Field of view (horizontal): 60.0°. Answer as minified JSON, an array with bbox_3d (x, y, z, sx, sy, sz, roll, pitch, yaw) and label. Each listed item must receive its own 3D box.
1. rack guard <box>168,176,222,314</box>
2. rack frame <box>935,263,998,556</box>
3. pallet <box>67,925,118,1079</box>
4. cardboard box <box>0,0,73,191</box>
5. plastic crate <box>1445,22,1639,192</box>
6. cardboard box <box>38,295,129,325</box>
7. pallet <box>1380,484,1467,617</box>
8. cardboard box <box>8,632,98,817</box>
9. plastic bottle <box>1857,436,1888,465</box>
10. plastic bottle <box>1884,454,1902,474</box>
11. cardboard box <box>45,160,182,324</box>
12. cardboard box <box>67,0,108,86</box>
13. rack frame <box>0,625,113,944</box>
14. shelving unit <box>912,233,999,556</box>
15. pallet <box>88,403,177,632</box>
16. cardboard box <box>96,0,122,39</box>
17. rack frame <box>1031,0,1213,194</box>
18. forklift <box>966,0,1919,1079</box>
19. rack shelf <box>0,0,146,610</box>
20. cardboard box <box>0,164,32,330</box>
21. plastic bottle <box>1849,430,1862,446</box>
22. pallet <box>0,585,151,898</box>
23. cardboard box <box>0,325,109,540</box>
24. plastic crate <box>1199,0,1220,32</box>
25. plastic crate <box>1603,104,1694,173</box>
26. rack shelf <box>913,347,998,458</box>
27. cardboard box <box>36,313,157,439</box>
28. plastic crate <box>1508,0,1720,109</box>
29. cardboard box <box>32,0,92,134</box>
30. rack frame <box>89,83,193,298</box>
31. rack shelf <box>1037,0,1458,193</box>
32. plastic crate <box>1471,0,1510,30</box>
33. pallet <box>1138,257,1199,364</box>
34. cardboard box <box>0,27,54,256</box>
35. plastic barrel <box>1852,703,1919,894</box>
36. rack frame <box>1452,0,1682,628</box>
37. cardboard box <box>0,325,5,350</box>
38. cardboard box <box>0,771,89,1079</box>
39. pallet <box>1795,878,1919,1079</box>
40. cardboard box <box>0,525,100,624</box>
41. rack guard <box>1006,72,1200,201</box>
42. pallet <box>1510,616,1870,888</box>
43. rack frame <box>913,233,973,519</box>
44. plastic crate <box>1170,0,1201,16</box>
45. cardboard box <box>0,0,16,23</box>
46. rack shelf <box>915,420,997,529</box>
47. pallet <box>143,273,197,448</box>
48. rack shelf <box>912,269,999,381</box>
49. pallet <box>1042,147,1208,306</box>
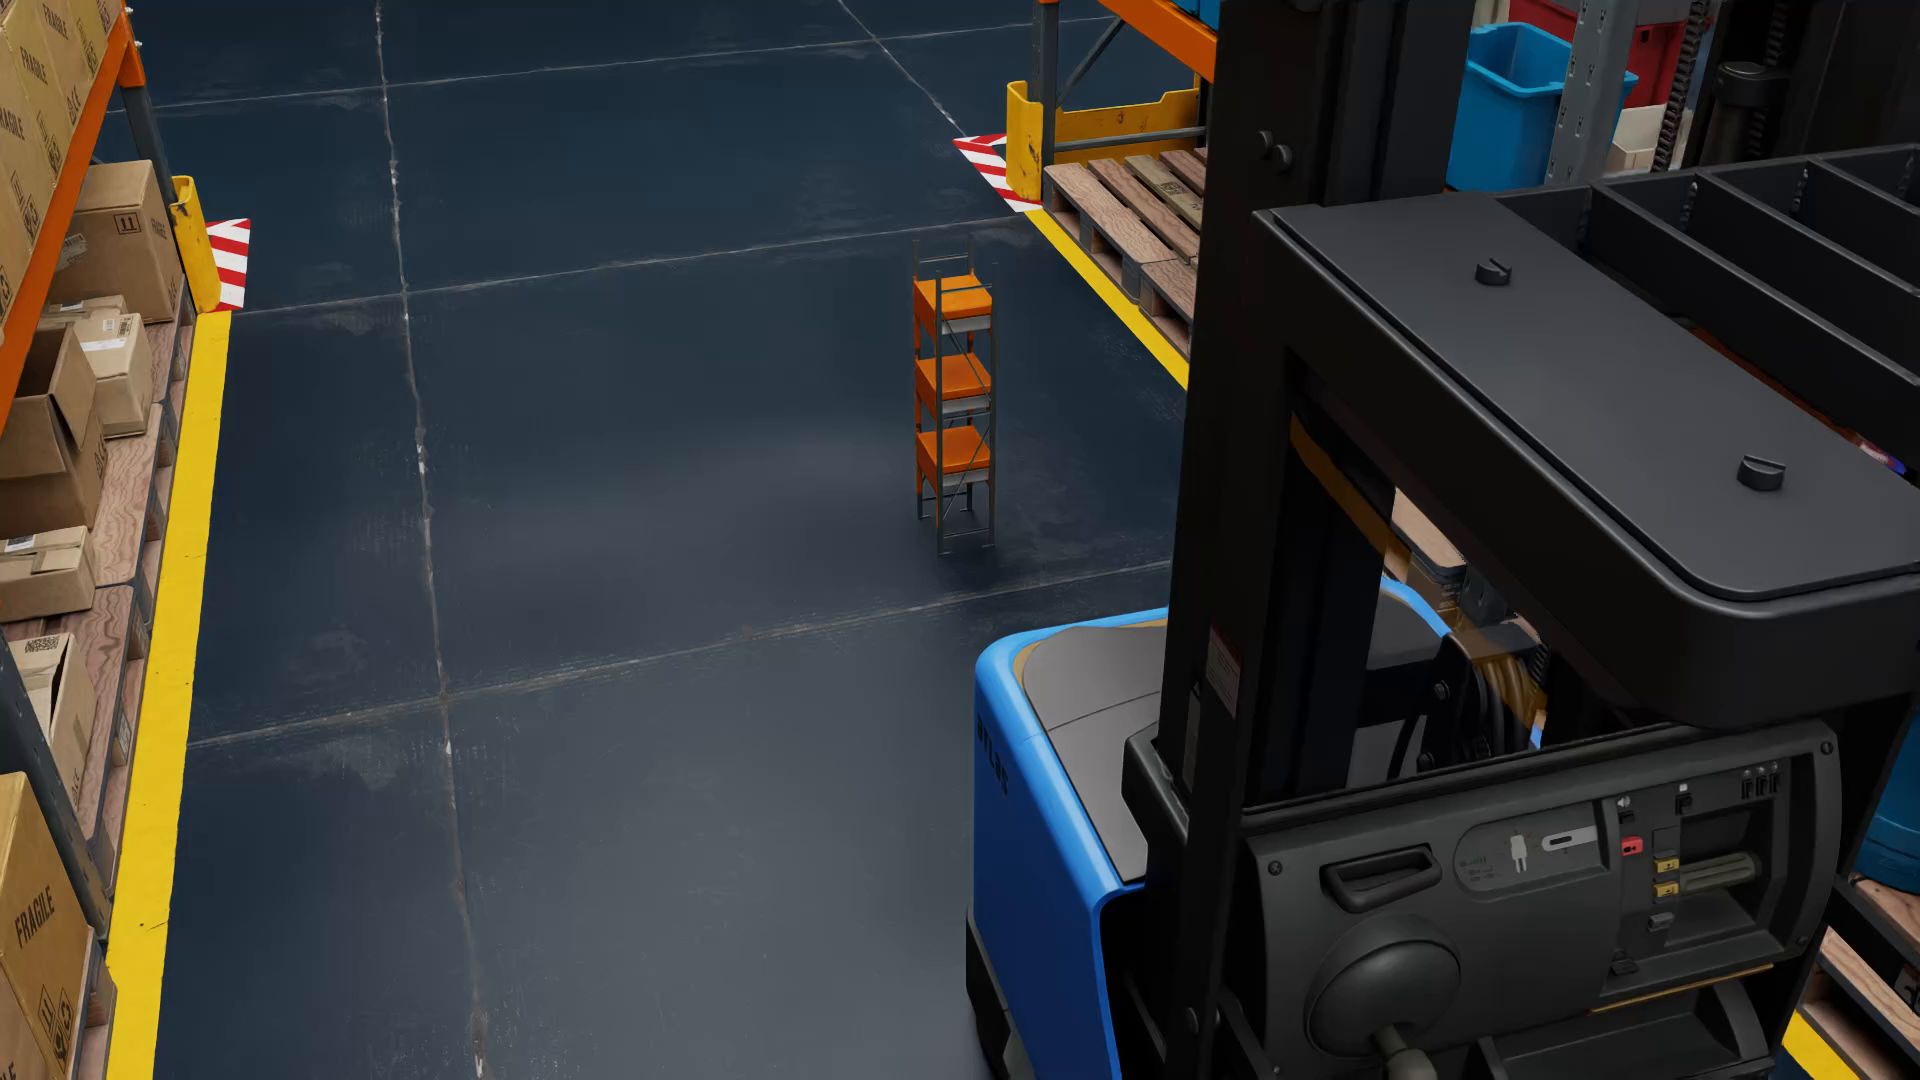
[{"bbox_3d":[-3.849,-1.200,7.112,1.175,0.500,0.348,-10,35,-15],"label":"rack guard"},{"bbox_3d":[0.021,-0.402,5.406,0.200,1.050,0.008,-10,35,-15],"label":"rack frame"},{"bbox_3d":[-2.368,1.402,3.437,1.003,0.211,1.213,-10,35,-15],"label":"pallet"},{"bbox_3d":[-3.014,-1.335,4.959,0.500,0.500,0.500,-10,35,-15],"label":"cardboard box"},{"bbox_3d":[1.599,-1.219,4.835,0.392,0.384,0.575,-10,35,-15],"label":"plastic crate"},{"bbox_3d":[-3.434,-0.812,6.429,0.380,0.166,0.250,-10,35,-15],"label":"cardboard box"},{"bbox_3d":[1.805,-0.229,5.906,1.003,0.211,1.213,-10,35,-15],"label":"pallet"},{"bbox_3d":[-2.574,0.499,4.313,0.500,0.311,0.500,-10,35,-15],"label":"cardboard box"},{"bbox_3d":[2.025,-0.263,3.608,0.097,0.201,0.097,0,33,0],"label":"plastic bottle"},{"bbox_3d":[2.043,-0.234,3.489,0.061,0.283,0.133,-10,35,-15],"label":"plastic bottle"},{"bbox_3d":[-3.472,-1.179,6.682,0.500,0.500,0.500,-10,35,-15],"label":"cardboard box"},{"bbox_3d":[-3.315,-1.863,5.758,0.500,0.500,0.500,-10,35,-14],"label":"cardboard box"},{"bbox_3d":[-2.652,-0.182,3.305,1.000,3.000,0.127,-10,35,-15],"label":"rack frame"},{"bbox_3d":[-0.016,-0.466,5.503,0.215,1.050,0.252,-10,35,-15],"label":"shelving unit"},{"bbox_3d":[-3.237,-0.021,5.591,1.003,0.211,1.213,-10,35,-15],"label":"pallet"},{"bbox_3d":[-3.476,-2.135,6.169,0.500,0.500,0.500,-9,35,-13],"label":"cardboard box"},{"bbox_3d":[0.846,-3.113,7.741,1.000,3.000,0.127,-10,35,-15],"label":"rack frame"},{"bbox_3d":[0.914,0.586,2.205,1.130,2.935,3.031,-9,35,-13],"label":"forklift"},{"bbox_3d":[-3.262,-0.932,5.092,1.077,0.370,4.000,-10,35,-15],"label":"rack shelf"},{"bbox_3d":[-2.707,-0.806,4.158,0.500,0.500,0.500,-9,35,-14],"label":"cardboard box"},{"bbox_3d":[1.995,-0.315,3.685,0.097,0.201,0.097,0,33,0],"label":"plastic bottle"},{"bbox_3d":[-2.861,0.621,4.620,1.003,0.211,1.213,-10,35,-15],"label":"pallet"},{"bbox_3d":[-3.230,-0.310,5.363,0.797,0.503,0.637,-10,35,-15],"label":"cardboard box"},{"bbox_3d":[1.101,-2.035,6.206,0.416,0.233,0.300,-10,35,-15],"label":"plastic crate"},{"bbox_3d":[2.060,-1.197,5.025,0.396,0.136,0.243,-10,35,-15],"label":"plastic crate"},{"bbox_3d":[-0.016,-0.457,5.509,0.215,0.259,0.240,-10,35,-15],"label":"rack shelf"},{"bbox_3d":[-3.211,-0.571,5.988,0.500,0.250,0.500,-10,35,-15],"label":"cardboard box"},{"bbox_3d":[2.033,-1.576,5.302,0.402,0.464,0.583,-10,35,-15],"label":"plastic crate"},{"bbox_3d":[-3.168,-1.600,5.360,0.500,0.500,0.500,-10,35,-14],"label":"cardboard box"},{"bbox_3d":[-3.872,-2.282,6.483,1.000,3.000,0.127,-10,35,-15],"label":"rack frame"},{"bbox_3d":[1.456,-1.763,6.350,1.077,0.370,4.000,-10,35,-15],"label":"rack shelf"},{"bbox_3d":[1.776,-1.822,5.839,0.437,0.282,0.530,-10,35,-15],"label":"plastic crate"},{"bbox_3d":[1.429,-0.871,6.877,1.003,0.211,1.213,-10,35,-15],"label":"pallet"},{"bbox_3d":[-2.858,-1.069,4.556,0.500,0.500,0.500,-10,35,-15],"label":"cardboard box"},{"bbox_3d":[2.432,0.347,4.026,0.600,0.901,0.708,-10,35,-15],"label":"plastic barrel"},{"bbox_3d":[2.066,-1.013,4.563,1.000,3.000,0.127,-10,35,-15],"label":"rack frame"},{"bbox_3d":[-2.548,-0.537,3.752,0.500,0.500,0.500,-9,35,-13],"label":"cardboard box"},{"bbox_3d":[-2.229,0.888,3.554,0.500,0.500,0.500,-10,35,-15],"label":"cardboard box"},{"bbox_3d":[2.638,1.204,3.737,1.003,0.211,1.213,-10,35,-15],"label":"pallet"},{"bbox_3d":[-2.848,0.107,5.038,0.380,0.166,0.250,-10,35,-15],"label":"cardboard box"},{"bbox_3d":[0.826,-2.081,8.446,1.175,0.500,0.348,-10,35,-15],"label":"rack guard"},{"bbox_3d":[2.262,0.562,4.708,1.003,0.211,1.213,-10,35,-15],"label":"pallet"},{"bbox_3d":[-0.054,-0.530,5.600,0.200,1.050,0.008,-10,35,-15],"label":"rack frame"},{"bbox_3d":[1.010,-2.192,6.444,0.416,0.233,0.300,-10,35,-15],"label":"plastic crate"},{"bbox_3d":[-3.001,-1.748,4.676,0.500,0.500,0.500,-9,34,-13],"label":"cardboard box"},{"bbox_3d":[-0.016,-0.225,5.662,0.215,0.259,0.240,-10,35,-15],"label":"rack shelf"},{"bbox_3d":[-3.605,-0.661,6.558,1.003,0.211,1.213,-10,35,-15],"label":"pallet"},{"bbox_3d":[-0.016,-0.694,5.352,0.215,0.259,0.240,-10,35,-15],"label":"rack shelf"},{"bbox_3d":[1.061,-1.510,7.844,1.003,0.211,1.213,-10,35,-15],"label":"pallet"}]
